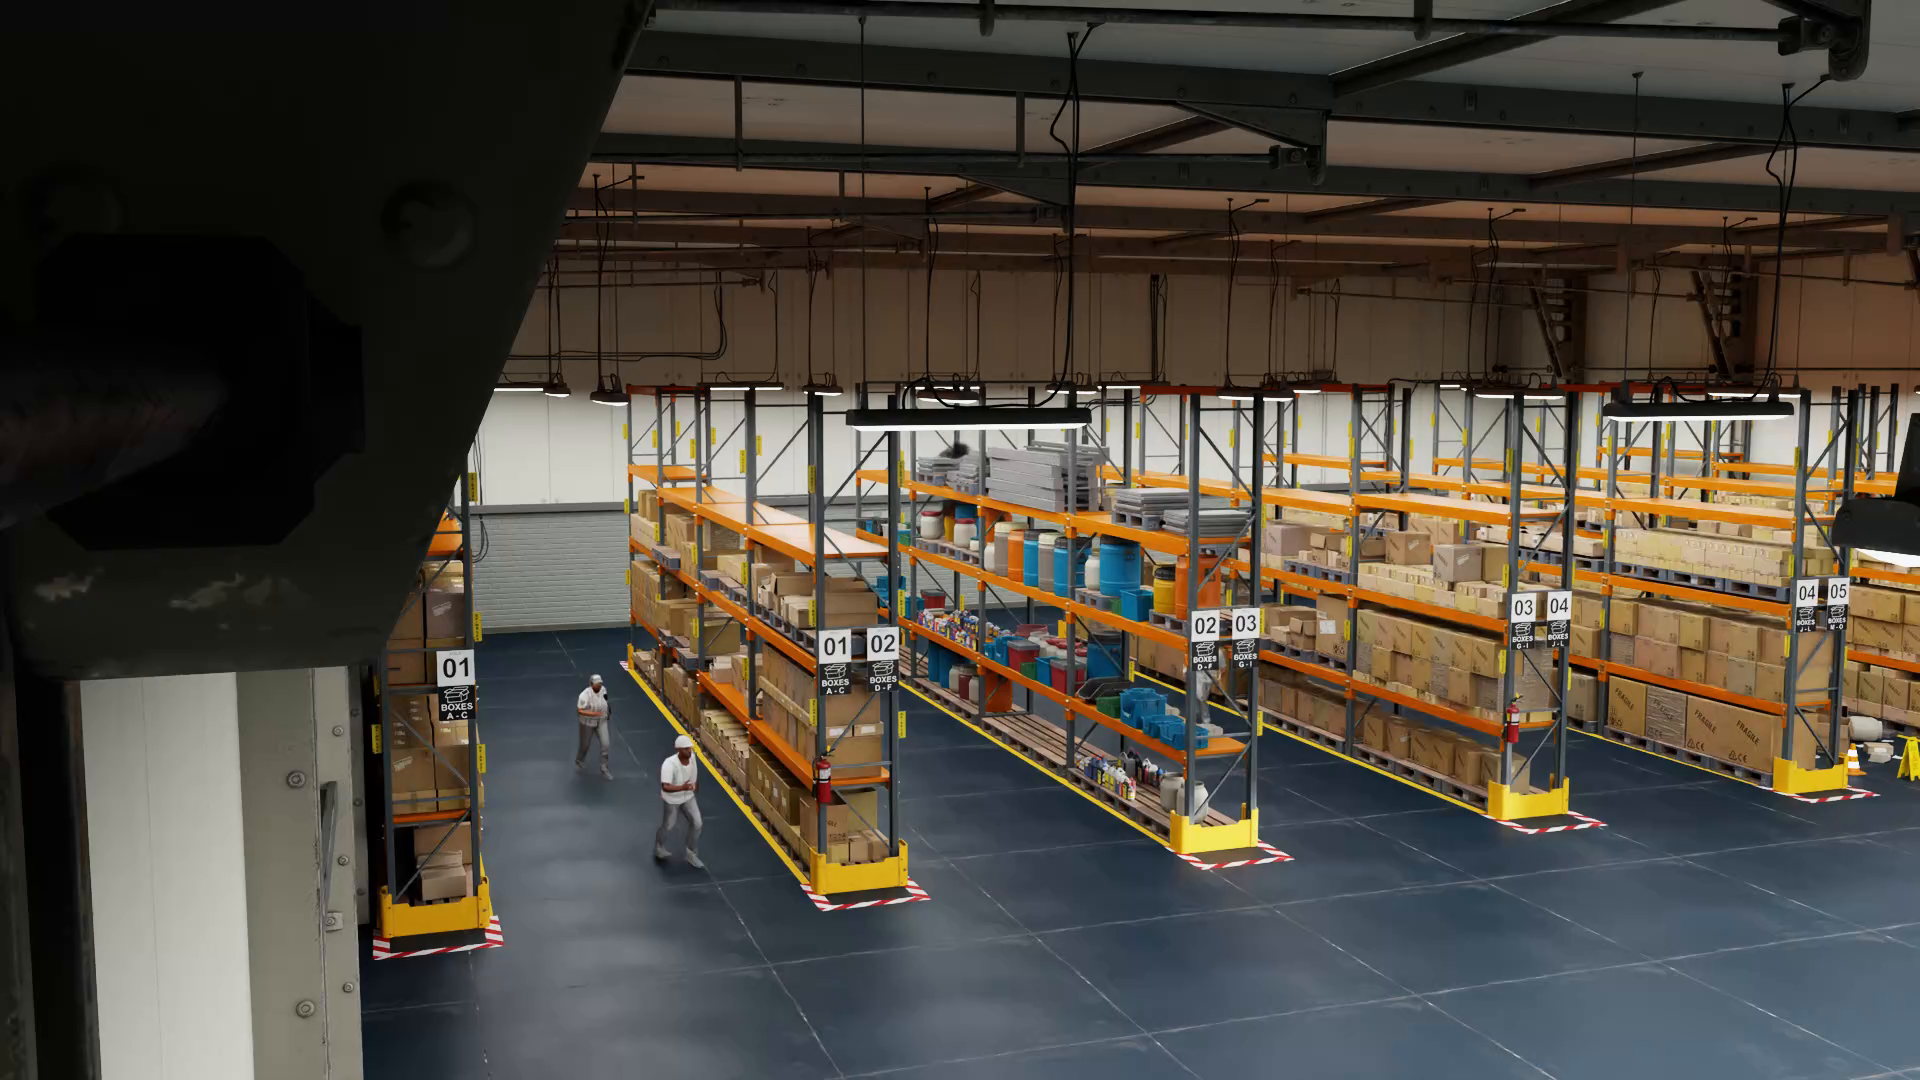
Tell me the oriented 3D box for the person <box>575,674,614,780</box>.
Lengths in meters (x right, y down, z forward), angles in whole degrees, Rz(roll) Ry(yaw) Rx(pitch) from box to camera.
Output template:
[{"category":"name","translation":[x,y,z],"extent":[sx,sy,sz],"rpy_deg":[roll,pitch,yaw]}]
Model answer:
[{"category":"person","translation":[-5.704,2.861,25.821],"extent":[0.601,1.640,0.943],"rpy_deg":[-4,7,-34]}]

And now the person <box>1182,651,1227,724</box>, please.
[{"category":"person","translation":[4.304,2.479,29.387],"extent":[0.713,1.598,1.097],"rpy_deg":[-1,6,-7]}]

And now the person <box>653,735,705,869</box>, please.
[{"category":"person","translation":[-3.560,3.305,21.127],"extent":[0.715,1.731,0.980],"rpy_deg":[-6,8,-43]}]

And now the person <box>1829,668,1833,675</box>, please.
[{"category":"person","translation":[17.054,2.037,33.308],"extent":[0.662,1.695,0.926],"rpy_deg":[-2,6,-21]}]
